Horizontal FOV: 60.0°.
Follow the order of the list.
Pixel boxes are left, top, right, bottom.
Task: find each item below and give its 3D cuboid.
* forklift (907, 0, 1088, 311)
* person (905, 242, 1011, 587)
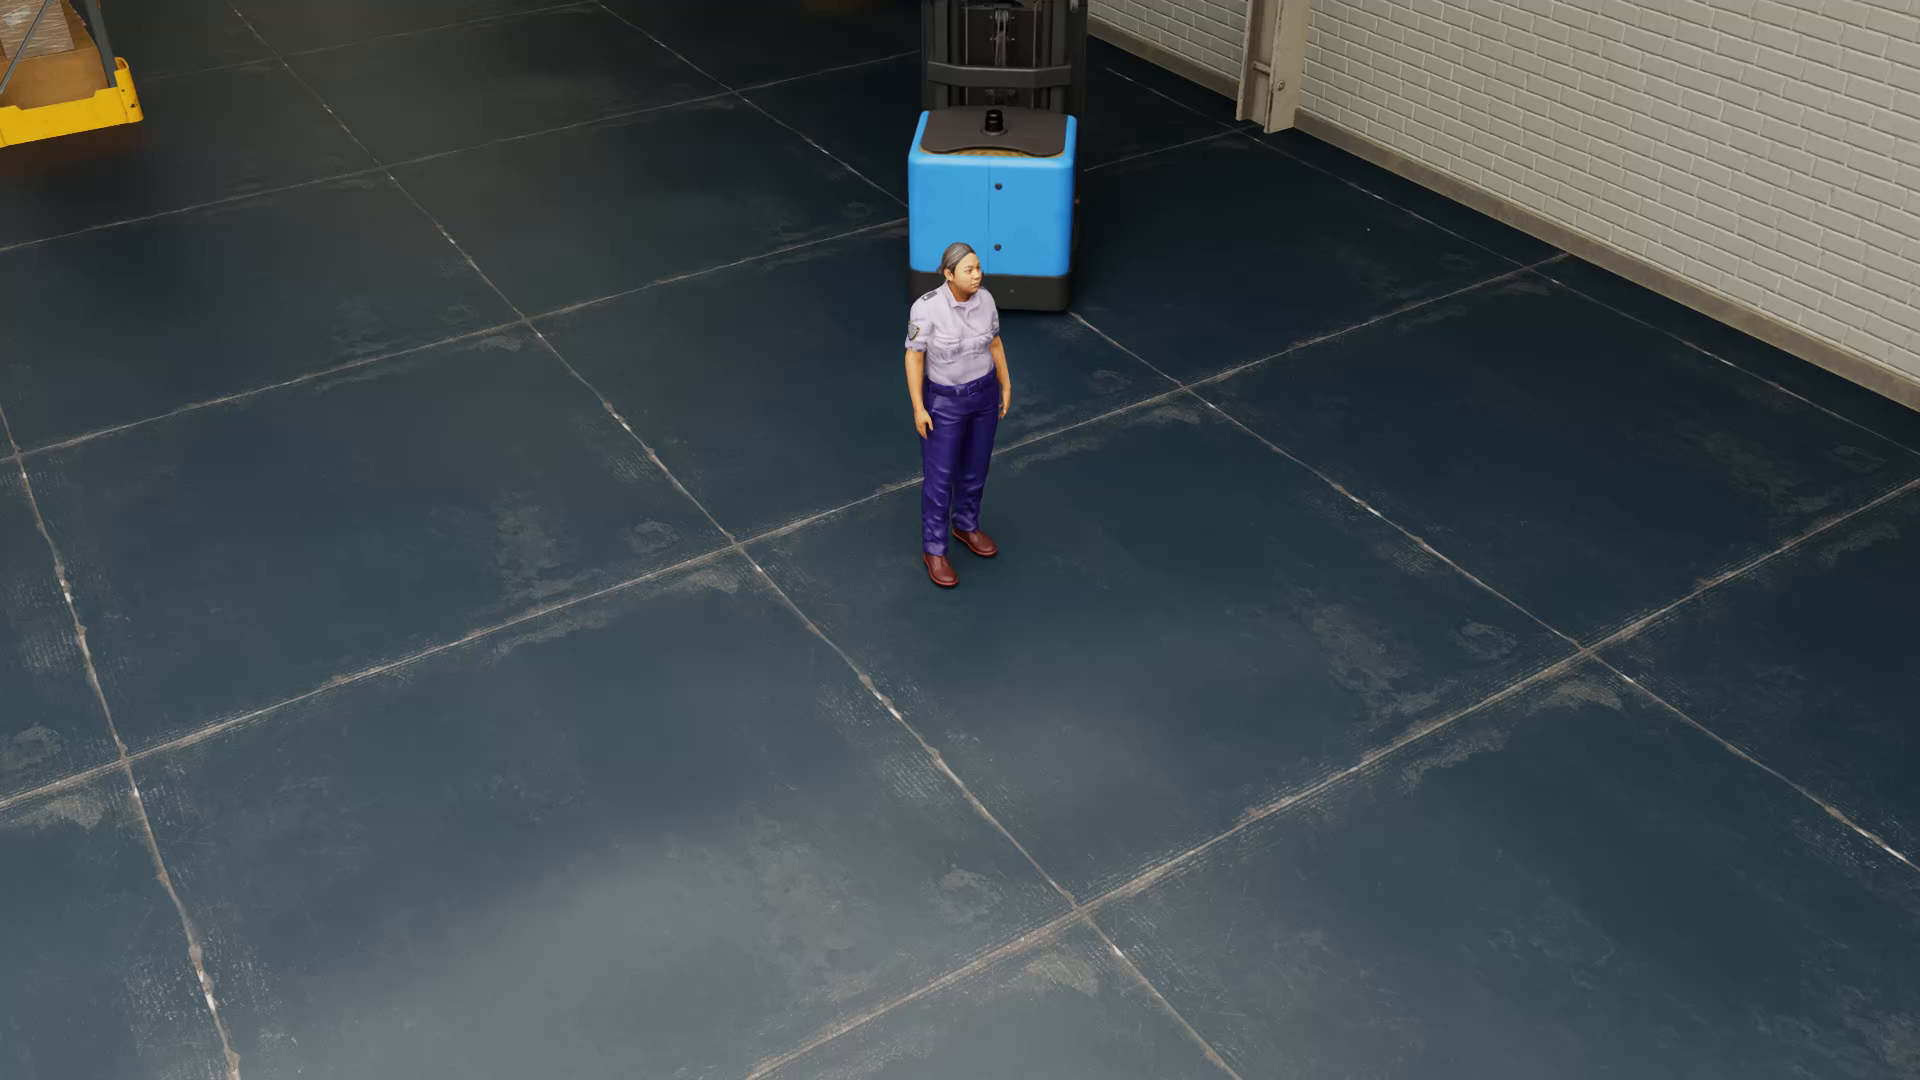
[{"bbox_3d":[0.313,-3.497,11.124,1.130,2.935,3.031,3,35,4],"label":"forklift"},{"bbox_3d":[0.029,-0.625,8.151,0.598,1.637,0.503,-21,40,-27],"label":"person"}]
